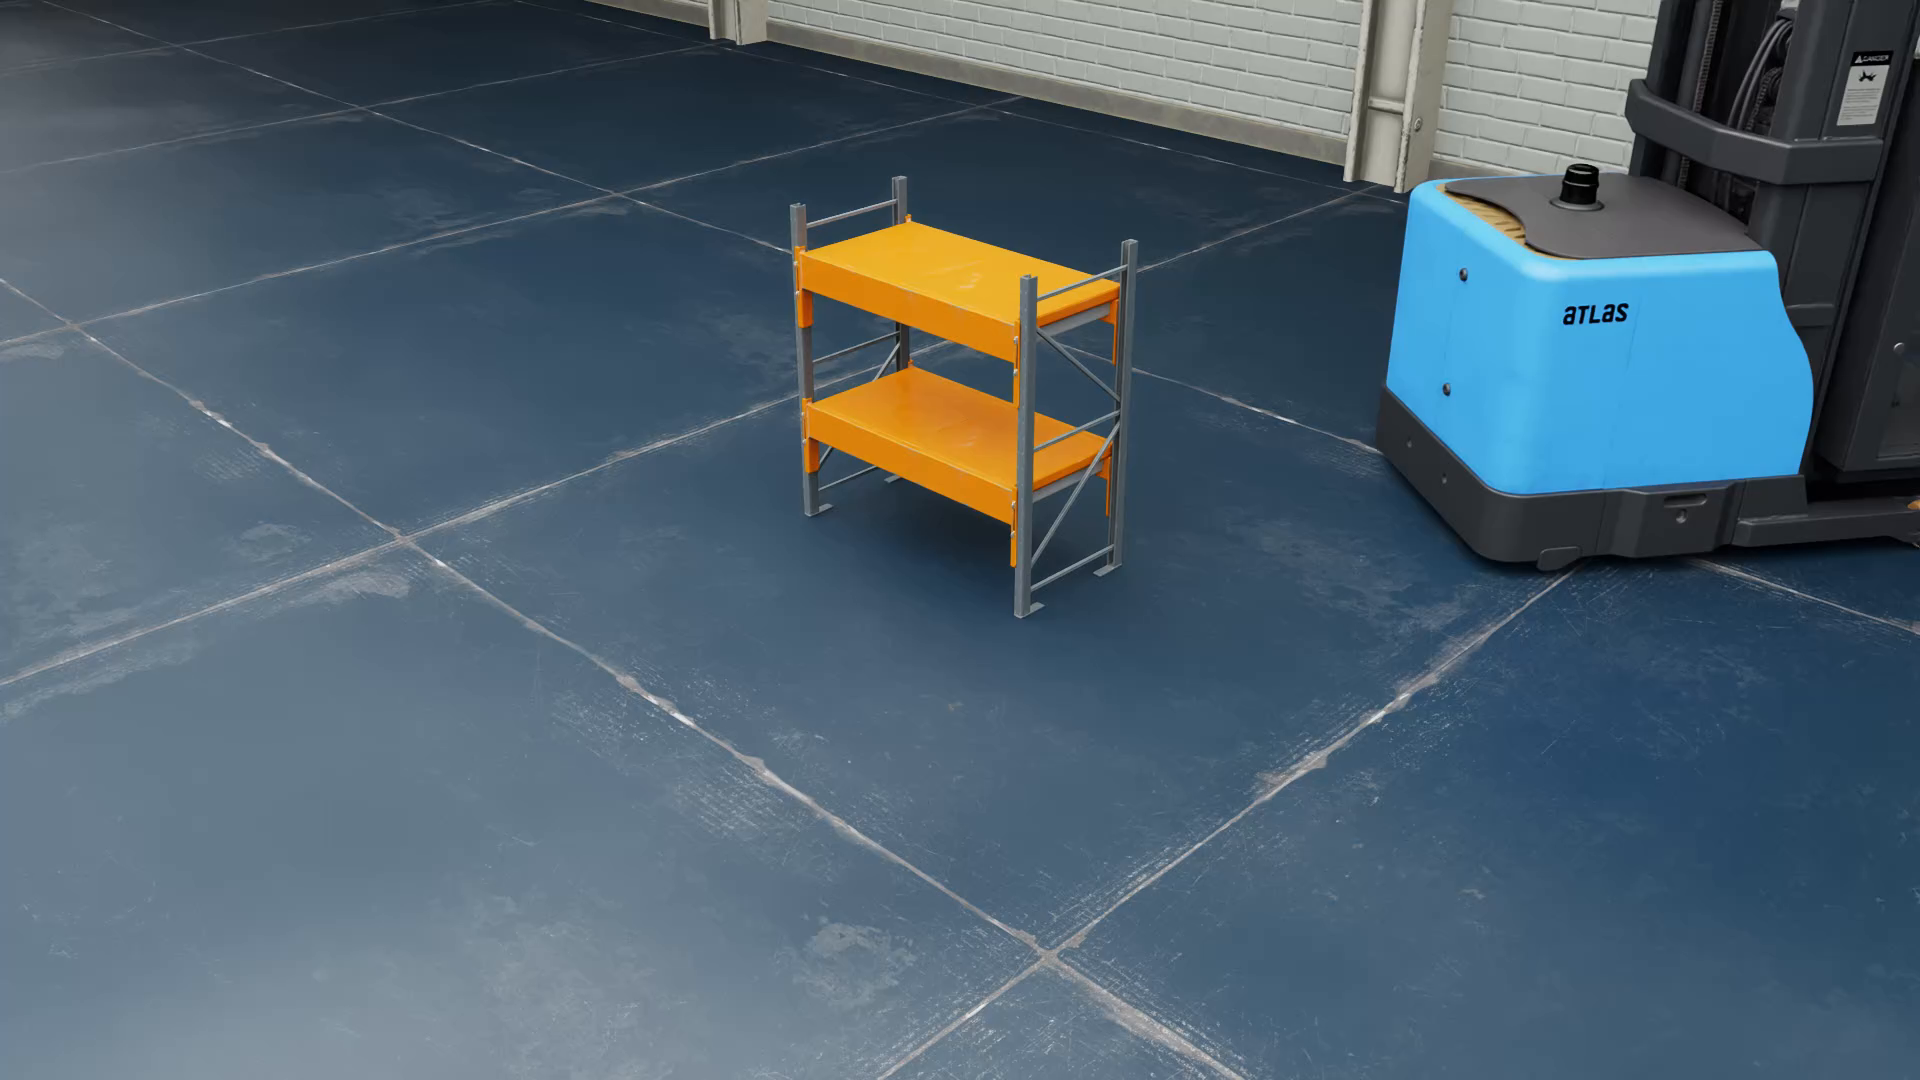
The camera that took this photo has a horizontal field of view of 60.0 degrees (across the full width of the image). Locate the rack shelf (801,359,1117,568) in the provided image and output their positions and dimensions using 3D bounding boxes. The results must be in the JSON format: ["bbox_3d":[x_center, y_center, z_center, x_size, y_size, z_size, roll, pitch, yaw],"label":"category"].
[{"bbox_3d":[-0.005,-0.284,5.606,1.000,0.278,0.538,25,36,38],"label":"rack shelf"}]

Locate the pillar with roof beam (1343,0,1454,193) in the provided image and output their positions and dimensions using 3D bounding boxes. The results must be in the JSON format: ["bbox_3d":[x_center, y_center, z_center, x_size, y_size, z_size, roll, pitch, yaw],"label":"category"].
[{"bbox_3d":[-0.522,-4.654,4.932,0.400,9.000,9.100,25,36,38],"label":"pillar with roof beam"}]

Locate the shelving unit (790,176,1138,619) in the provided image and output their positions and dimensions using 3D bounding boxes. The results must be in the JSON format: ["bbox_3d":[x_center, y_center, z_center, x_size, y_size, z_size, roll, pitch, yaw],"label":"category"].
[{"bbox_3d":[-0.005,-0.500,5.492,1.048,1.125,0.538,25,36,38],"label":"shelving unit"}]

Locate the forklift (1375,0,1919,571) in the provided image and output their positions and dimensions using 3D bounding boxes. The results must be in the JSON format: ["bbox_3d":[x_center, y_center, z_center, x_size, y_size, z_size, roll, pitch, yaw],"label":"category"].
[{"bbox_3d":[3.131,-1.507,5.467,3.031,2.935,1.130,-4,28,-8],"label":"forklift"}]

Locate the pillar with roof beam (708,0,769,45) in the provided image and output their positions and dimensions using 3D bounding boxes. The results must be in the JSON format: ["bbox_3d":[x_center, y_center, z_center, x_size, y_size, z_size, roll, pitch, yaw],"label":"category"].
[{"bbox_3d":[-4.800,-6.612,8.655,0.400,9.000,9.100,25,36,38],"label":"pillar with roof beam"}]

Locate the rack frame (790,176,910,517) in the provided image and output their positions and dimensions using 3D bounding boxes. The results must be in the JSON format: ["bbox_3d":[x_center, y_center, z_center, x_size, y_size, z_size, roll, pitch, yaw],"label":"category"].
[{"bbox_3d":[-0.367,-0.666,5.808,0.032,1.125,0.500,25,36,38],"label":"rack frame"}]

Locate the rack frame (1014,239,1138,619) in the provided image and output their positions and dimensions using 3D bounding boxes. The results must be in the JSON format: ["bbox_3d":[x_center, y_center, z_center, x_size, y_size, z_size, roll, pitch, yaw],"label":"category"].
[{"bbox_3d":[0.358,-0.334,5.177,0.032,1.125,0.500,25,36,38],"label":"rack frame"}]

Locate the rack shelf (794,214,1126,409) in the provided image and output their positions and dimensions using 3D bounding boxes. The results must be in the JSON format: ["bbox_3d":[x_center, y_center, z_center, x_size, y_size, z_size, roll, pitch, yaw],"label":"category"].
[{"bbox_3d":[-0.005,-0.759,5.356,1.000,0.278,0.538,25,36,38],"label":"rack shelf"}]
